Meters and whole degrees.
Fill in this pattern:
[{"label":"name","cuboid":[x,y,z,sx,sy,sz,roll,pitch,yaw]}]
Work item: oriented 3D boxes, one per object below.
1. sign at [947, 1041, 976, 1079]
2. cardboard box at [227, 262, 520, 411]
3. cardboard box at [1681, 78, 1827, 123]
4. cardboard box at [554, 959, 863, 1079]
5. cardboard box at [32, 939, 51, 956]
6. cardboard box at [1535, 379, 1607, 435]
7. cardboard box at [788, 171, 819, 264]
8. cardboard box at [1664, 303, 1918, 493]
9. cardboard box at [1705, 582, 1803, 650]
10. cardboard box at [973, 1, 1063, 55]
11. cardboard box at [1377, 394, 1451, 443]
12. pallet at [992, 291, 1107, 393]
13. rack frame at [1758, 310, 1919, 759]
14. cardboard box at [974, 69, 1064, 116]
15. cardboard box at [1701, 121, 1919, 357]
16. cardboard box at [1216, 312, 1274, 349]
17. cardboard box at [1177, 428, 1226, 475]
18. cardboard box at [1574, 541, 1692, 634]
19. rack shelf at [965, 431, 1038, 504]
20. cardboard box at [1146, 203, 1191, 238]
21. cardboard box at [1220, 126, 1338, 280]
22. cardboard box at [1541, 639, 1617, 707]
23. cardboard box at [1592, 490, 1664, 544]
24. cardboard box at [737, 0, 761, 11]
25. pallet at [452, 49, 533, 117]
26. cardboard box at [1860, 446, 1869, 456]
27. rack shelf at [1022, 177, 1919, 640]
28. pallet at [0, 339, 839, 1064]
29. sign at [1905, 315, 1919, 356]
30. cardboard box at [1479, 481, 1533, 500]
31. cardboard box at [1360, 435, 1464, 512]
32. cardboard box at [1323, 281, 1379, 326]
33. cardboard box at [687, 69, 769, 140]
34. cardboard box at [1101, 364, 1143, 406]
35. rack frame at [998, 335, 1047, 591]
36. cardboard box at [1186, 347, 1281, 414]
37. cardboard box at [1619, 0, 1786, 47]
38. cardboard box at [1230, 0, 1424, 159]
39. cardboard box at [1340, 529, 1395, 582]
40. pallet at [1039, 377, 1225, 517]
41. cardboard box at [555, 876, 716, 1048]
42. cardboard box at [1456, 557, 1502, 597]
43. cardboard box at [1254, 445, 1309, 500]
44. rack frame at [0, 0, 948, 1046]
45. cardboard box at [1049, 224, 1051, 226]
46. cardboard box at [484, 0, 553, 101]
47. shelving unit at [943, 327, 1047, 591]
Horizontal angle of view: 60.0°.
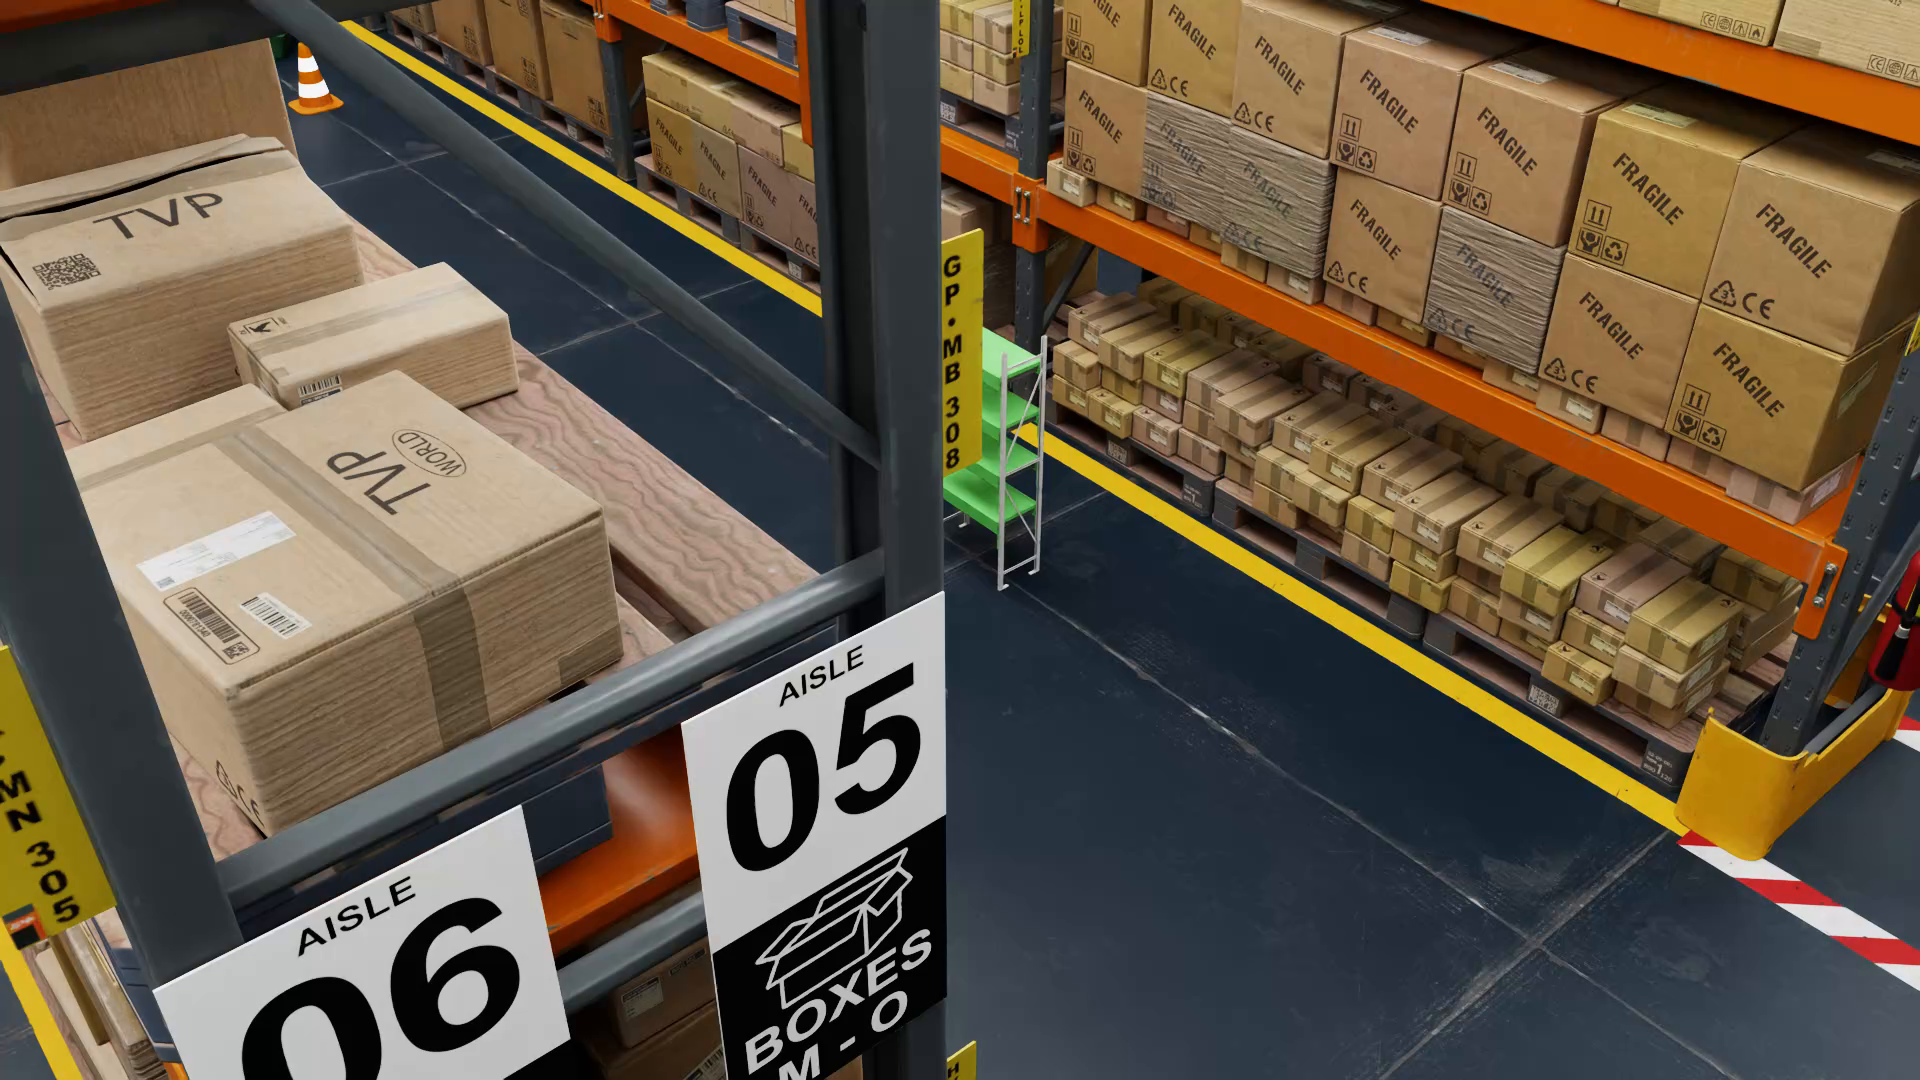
[{"label":"sign","cuboid":[-0.012,1.008,2.914,0.100,0.325,0.005,-26,43,-32]},{"label":"cardboard box","cuboid":[-0.966,-0.302,2.753,0.380,0.149,0.250,-24,42,-30]},{"label":"cardboard box","cuboid":[2.859,-1.381,5.895,0.500,0.500,0.500,-25,42,-31]},{"label":"cardboard box","cuboid":[-0.531,0.831,3.029,0.500,0.500,0.500,-27,43,-33]},{"label":"cardboard box","cuboid":[-2.697,1.024,5.563,0.875,0.438,0.875,-27,43,-32]},{"label":"cardboard box","cuboid":[2.363,-0.562,6.165,0.380,0.149,0.250,-25,42,-31]},{"label":"cardboard box","cuboid":[-0.633,-1.898,9.633,0.500,0.500,0.500,-27,43,-33]},{"label":"cardboard box","cuboid":[2.790,-0.557,5.598,0.500,0.500,0.500,-25,42,-31]},{"label":"cardboard box","cuboid":[3.135,0.251,6.646,0.380,0.149,0.250,-24,42,-30]},{"label":"cardboard box","cuboid":[0.287,-2.475,7.988,0.380,0.149,0.250,-24,42,-30]},{"label":"cardboard box","cuboid":[2.099,-0.550,7.520,0.380,0.149,0.250,-26,43,-32]},{"label":"pallet","cuboid":[0.192,-1.264,9.352,1.003,0.211,1.213,-26,43,-32]},{"label":"rack frame","cuboid":[3.277,-0.293,5.568,1.000,3.000,0.127,-26,43,-32]},{"label":"cardboard box","cuboid":[0.288,-2.229,8.156,0.380,0.149,0.250,-27,43,-33]},{"label":"cardboard box","cuboid":[2.791,-0.972,5.318,0.500,0.500,0.500,-27,43,-33]},{"label":"cardboard box","cuboid":[1.485,-1.044,8.218,0.380,0.149,0.250,-26,43,-32]},{"label":"cardboard box","cuboid":[1.259,-0.485,7.943,0.380,0.149,0.250,-27,43,-33]},{"label":"cardboard box","cuboid":[2.623,0.185,6.482,0.380,0.149,0.250,-25,42,-31]},{"label":"rack shelf","cuboid":[0.107,-0.364,7.337,0.258,0.148,0.480,-26,43,-32]},{"label":"cardboard box","cuboid":[1.064,-1.525,7.525,0.380,0.149,0.250,-28,44,-34]},{"label":"cardboard box","cuboid":[1.445,-1.457,6.868,0.500,0.500,0.500,-27,43,-33]},{"label":"cardboard box","cuboid":[2.534,0.469,6.596,0.380,0.149,0.250,-25,42,-30]},{"label":"cardboard box","cuboid":[2.864,-0.137,6.937,0.380,0.149,0.250,-26,43,-32]},{"label":"cardboard box","cuboid":[-1.055,-3.148,9.454,0.380,0.149,0.250,-25,42,-30]},{"label":"pallet","cuboid":[-3.120,-3.601,12.652,1.003,0.211,1.213,-26,43,-32]},{"label":"cardboard box","cuboid":[3.318,-0.455,6.015,0.380,0.149,0.250,-26,43,-32]},{"label":"rack shelf","cuboid":[1.986,-0.882,7.023,1.077,0.370,4.000,-26,43,-32]},{"label":"pallet","cuboid":[-0.926,0.087,2.514,1.003,0.211,1.213,-26,43,-32]},{"label":"sign","cuboid":[2.840,-0.696,4.862,0.100,0.325,0.005,-26,43,-32]},{"label":"cardboard box","cuboid":[2.449,-0.202,7.285,0.380,0.149,0.250,-28,44,-34]},{"label":"cardboard box","cuboid":[1.939,-0.275,7.132,0.380,0.149,0.250,-28,44,-33]},{"label":"cardboard box","cuboid":[1.724,-1.045,6.847,0.380,0.149,0.250,-24,42,-30]},{"label":"cardboard box","cuboid":[-1.298,-2.663,10.066,0.500,0.250,0.500,-27,43,-32]},{"label":"cardboard box","cuboid":[0.917,-0.830,8.173,0.380,0.149,0.250,-26,43,-31]},{"label":"rack frame","cuboid":[0.264,-0.309,7.148,0.240,1.200,0.015,-26,43,-32]},{"label":"cardboard box","cuboid":[1.279,-0.736,7.783,0.380,0.149,0.250,-27,43,-33]},{"label":"cardboard box","cuboid":[2.446,-1.780,5.203,0.500,0.250,0.500,-26,43,-32]},{"label":"cardboard box","cuboid":[1.448,-1.882,6.603,0.500,0.500,0.500,-25,42,-31]},{"label":"cardboard box","cuboid":[1.887,-0.001,7.260,0.380,0.149,0.250,-25,42,-31]},{"label":"pallet","cuboid":[1.156,-0.637,8.467,1.003,0.211,1.213,-26,43,-32]},{"label":"cardboard box","cuboid":[-0.457,0.625,2.760,0.380,0.149,0.250,-25,42,-31]},{"label":"cardboard box","cuboid":[2.287,0.066,6.908,0.380,0.149,0.250,-27,43,-32]},{"label":"cardboard box","cuboid":[1.548,-0.351,7.496,0.380,0.149,0.250,-26,43,-32]},{"label":"rack frame","cuboid":[-0.439,-0.850,1.164,1.000,3.000,0.127,-26,43,-32]},{"label":"cardboard box","cuboid":[0.420,-1.941,9.046,0.500,0.250,0.500,-28,44,-34]},{"label":"cardboard box","cuboid":[-2.777,-3.765,12.054,1.050,0.750,0.750,-25,42,-31]},{"label":"shelving unit","cuboid":[0.107,-0.417,7.300,0.258,1.200,0.503,-26,43,-32]}]
